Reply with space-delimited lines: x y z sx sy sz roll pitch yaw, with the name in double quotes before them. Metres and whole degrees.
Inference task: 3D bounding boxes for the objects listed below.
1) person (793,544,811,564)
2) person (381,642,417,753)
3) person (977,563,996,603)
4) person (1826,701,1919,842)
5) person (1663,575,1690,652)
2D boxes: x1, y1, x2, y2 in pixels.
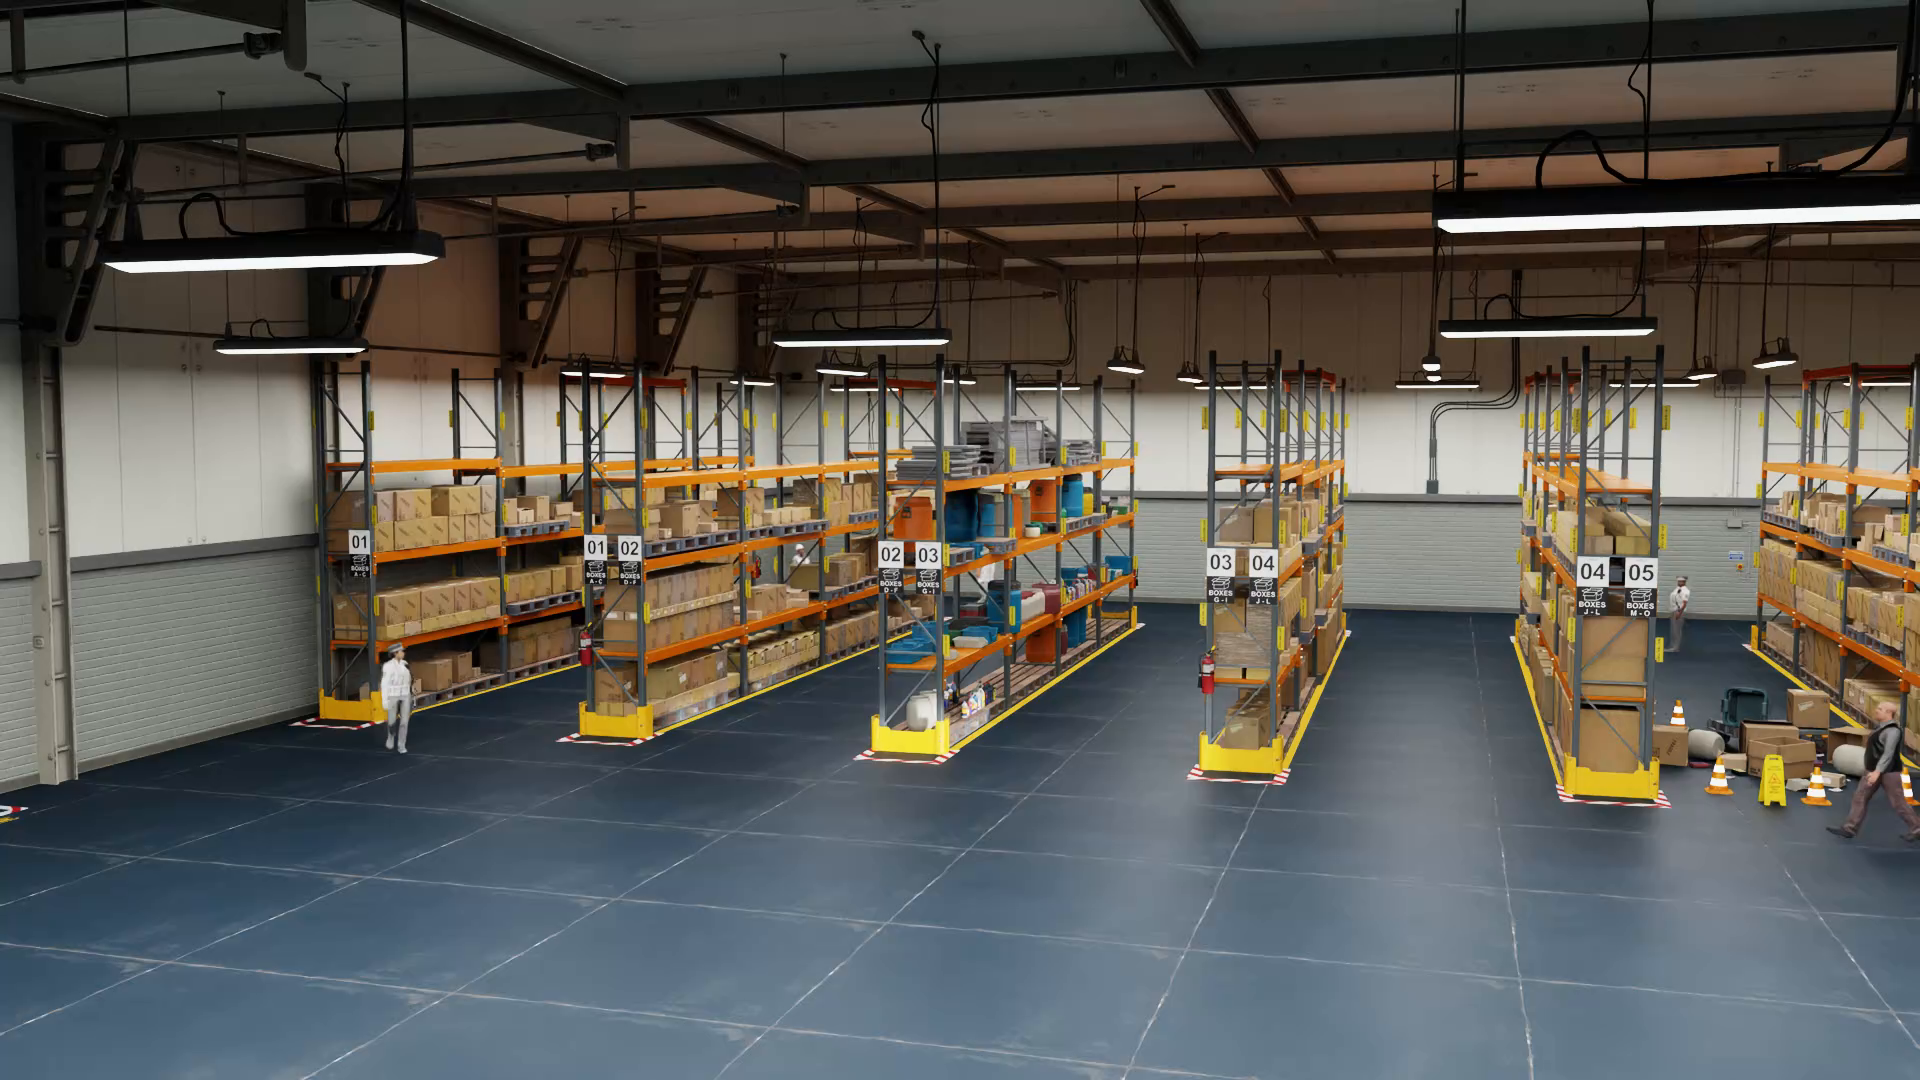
"person" -4.210 0.979 43.908 0.551 1.760 0.534 3 5 32
"person" -8.454 2.362 25.039 0.519 1.682 0.464 -2 5 -30
"person" 0.696 1.099 42.396 0.661 1.759 0.701 -3 5 -37
"person" 10.920 2.752 19.721 1.027 1.683 0.537 0 4 2
"person" 15.555 1.608 36.073 0.472 1.703 0.487 1 4 7
